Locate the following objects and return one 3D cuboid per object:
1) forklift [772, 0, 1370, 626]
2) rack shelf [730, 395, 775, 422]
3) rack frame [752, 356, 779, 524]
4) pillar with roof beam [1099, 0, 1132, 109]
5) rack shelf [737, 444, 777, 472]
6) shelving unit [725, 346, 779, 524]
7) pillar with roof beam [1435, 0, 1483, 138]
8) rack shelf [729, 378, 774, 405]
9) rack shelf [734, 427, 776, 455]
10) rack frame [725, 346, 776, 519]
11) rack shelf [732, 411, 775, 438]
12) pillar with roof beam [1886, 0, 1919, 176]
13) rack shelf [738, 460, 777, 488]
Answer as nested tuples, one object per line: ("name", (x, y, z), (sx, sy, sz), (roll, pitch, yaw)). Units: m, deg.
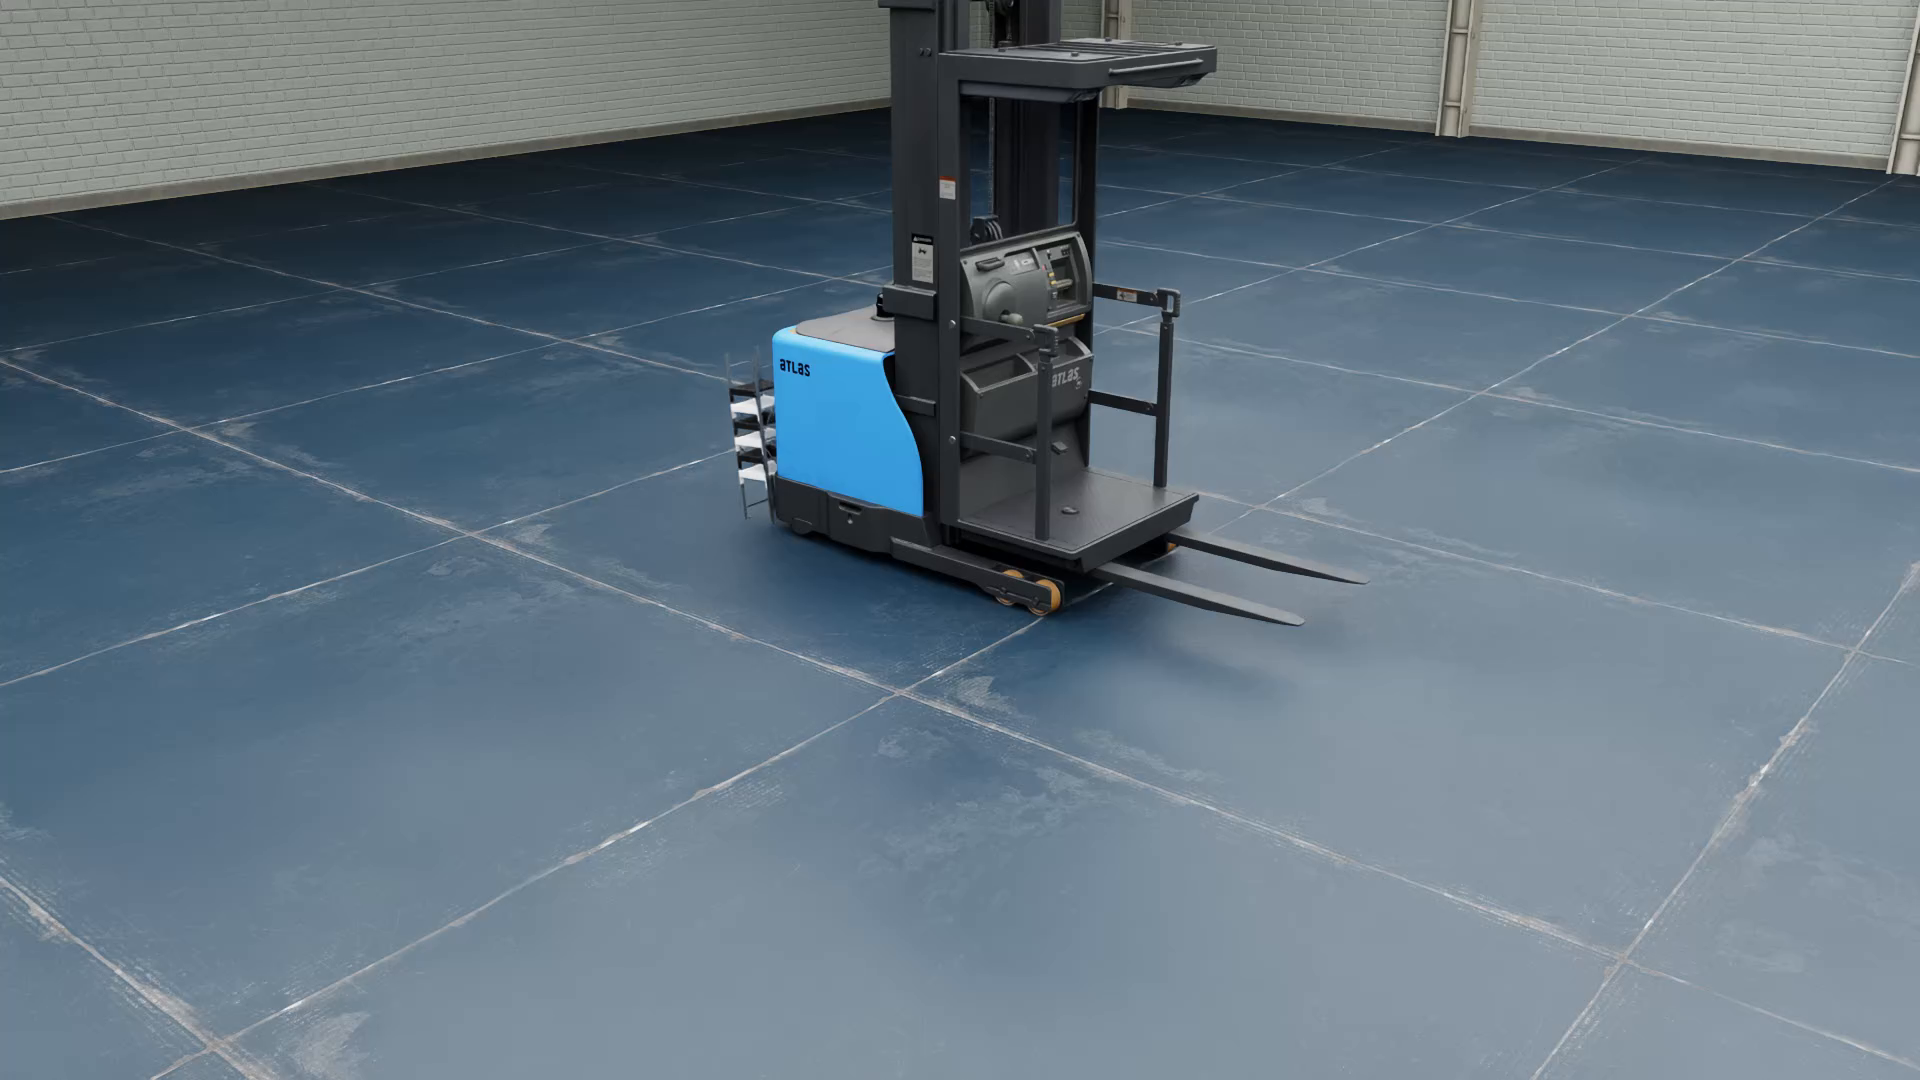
("forklift", (0.487, -1.230, 7.776), (3.031, 2.935, 1.130), (16, 26, 36))
("rack shelf", (-1.052, -0.700, 8.812), (0.200, 0.077, 0.258), (9, 22, 38))
("rack frame", (-0.962, -0.547, 8.792), (0.006, 0.900, 0.240), (9, 22, 38))
("pillar with roof beam", (-0.143, -10.314, 23.265), (0.400, 9.000, 9.100), (16, 26, 36))
("rack shelf", (-1.032, -0.443, 8.891), (0.200, 0.077, 0.258), (9, 22, 38))
("shelving unit", (-1.041, -0.560, 8.855), (0.210, 0.900, 0.258), (9, 22, 38))
("pillar with roof beam", (4.505, -8.975, 19.715), (0.400, 9.000, 9.100), (16, 26, 36))
("rack shelf", (-1.059, -0.786, 8.786), (0.200, 0.077, 0.258), (9, 22, 38))
("rack shelf", (-1.038, -0.529, 8.865), (0.200, 0.077, 0.258), (9, 22, 38))
("rack frame", (-1.120, -0.573, 8.918), (0.006, 0.900, 0.240), (9, 22, 38))
("rack shelf", (-1.045, -0.614, 8.838), (0.200, 0.077, 0.258), (9, 22, 38))
("pillar with roof beam", (9.153, -7.637, 16.166), (0.400, 9.000, 9.100), (16, 26, 36))
("rack shelf", (-1.025, -0.357, 8.918), (0.200, 0.077, 0.258), (9, 22, 38))
